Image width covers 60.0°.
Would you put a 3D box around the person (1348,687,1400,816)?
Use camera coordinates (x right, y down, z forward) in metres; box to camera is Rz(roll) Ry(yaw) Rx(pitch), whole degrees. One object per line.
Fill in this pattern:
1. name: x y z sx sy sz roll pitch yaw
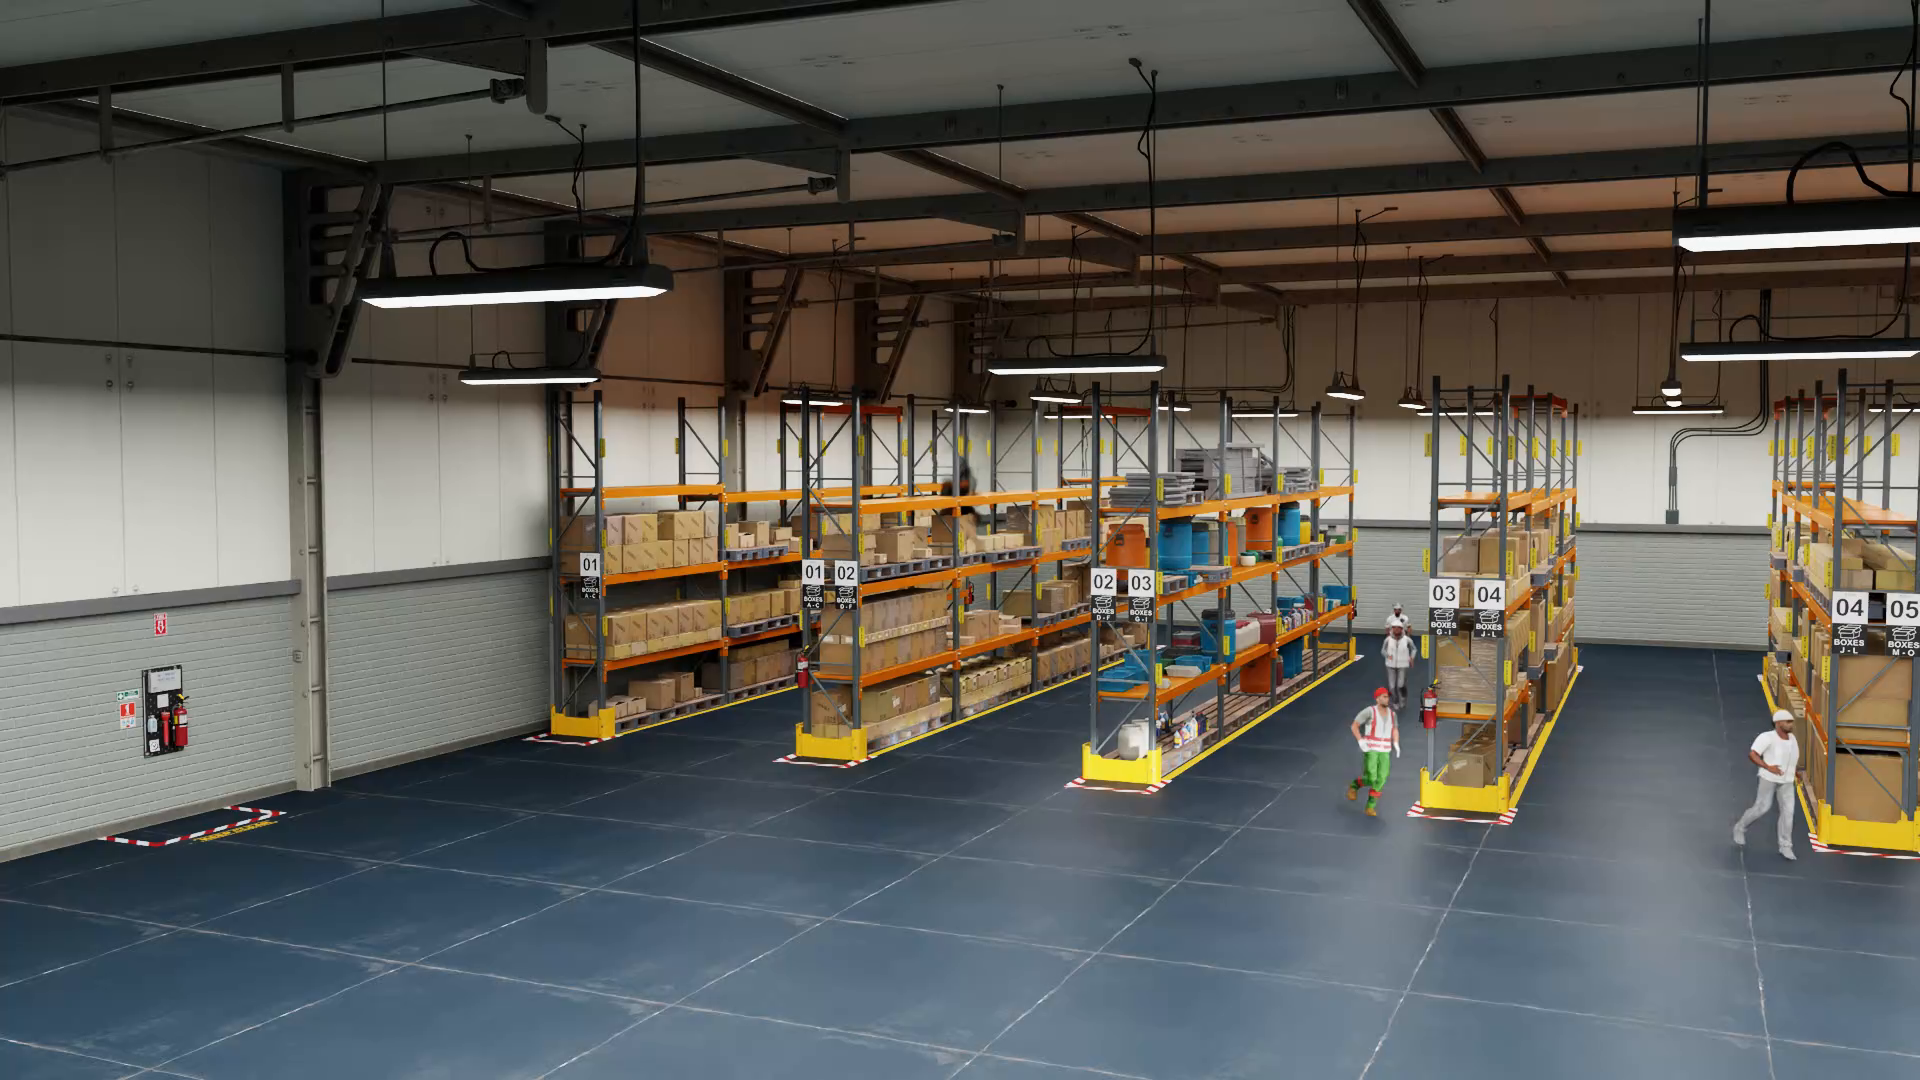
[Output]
1. person: 5.741 2.879 22.832 0.705 1.714 0.688 -1 3 -15

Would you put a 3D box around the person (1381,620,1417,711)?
1. person: 8.284 2.390 31.479 0.645 1.732 0.592 1 3 23

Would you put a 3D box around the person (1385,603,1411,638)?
1. person: 9.541 2.185 36.196 0.558 1.647 0.587 1 3 14

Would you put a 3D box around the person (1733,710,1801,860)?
1. person: 10.121 2.980 20.540 0.758 1.753 0.956 -1 3 -12
